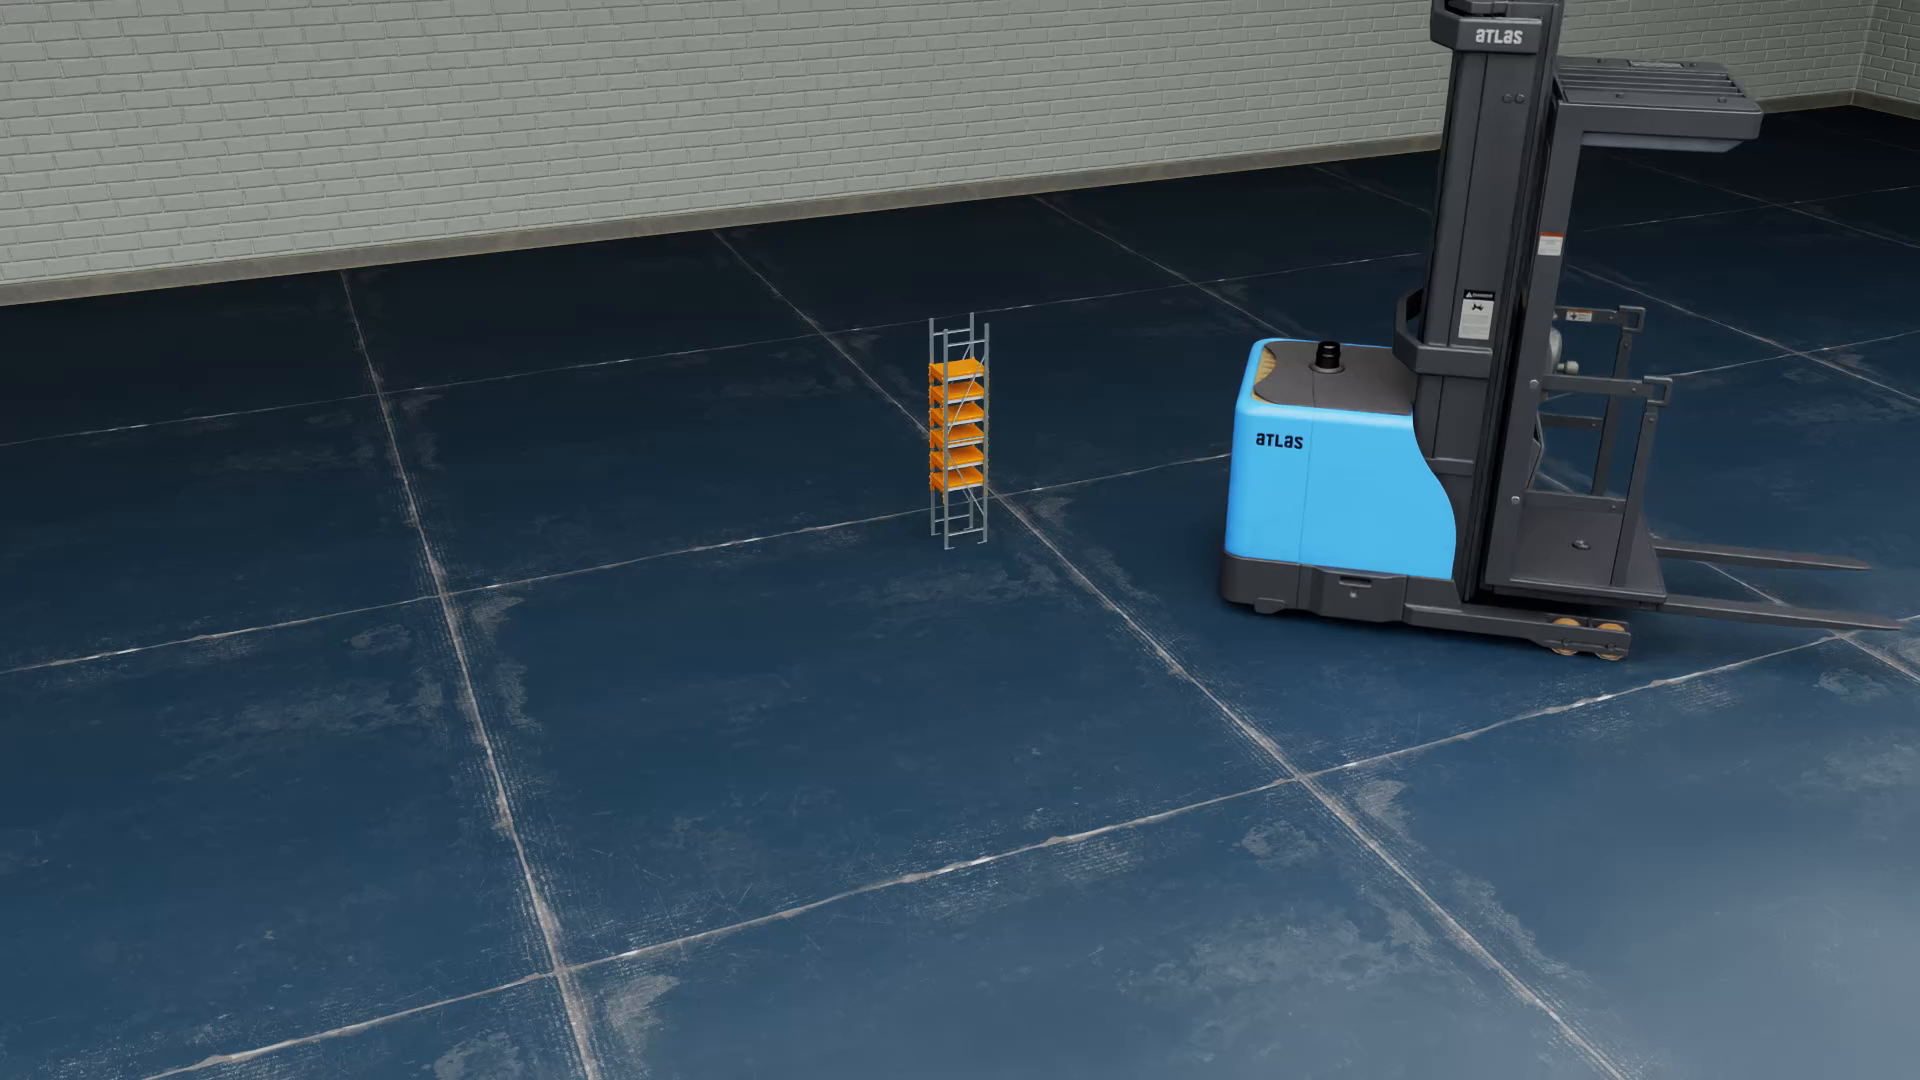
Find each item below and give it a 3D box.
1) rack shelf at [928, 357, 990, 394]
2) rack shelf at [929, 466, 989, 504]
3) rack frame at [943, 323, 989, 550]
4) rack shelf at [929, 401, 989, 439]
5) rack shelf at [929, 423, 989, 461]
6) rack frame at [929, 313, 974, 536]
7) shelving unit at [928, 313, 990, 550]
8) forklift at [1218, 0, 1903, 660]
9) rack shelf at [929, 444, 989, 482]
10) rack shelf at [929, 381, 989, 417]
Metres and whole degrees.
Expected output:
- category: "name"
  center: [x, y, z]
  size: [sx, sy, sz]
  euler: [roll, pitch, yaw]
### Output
- category: "rack shelf"
  center: [-0.006, -0.829, 8.360]
  size: [0.258, 0.103, 0.180]
  euler: [-11, 28, -21]
- category: "rack shelf"
  center: [-0.006, -0.289, 8.624]
  size: [0.258, 0.103, 0.180]
  euler: [-11, 28, -21]
- category: "rack frame"
  center: [0.030, -0.508, 8.423]
  size: [0.240, 1.200, 0.006]
  euler: [-11, 28, -21]
- category: "rack shelf"
  center: [-0.006, -0.613, 8.466]
  size: [0.258, 0.103, 0.180]
  euler: [-11, 28, -21]
- category: "rack shelf"
  center: [-0.006, -0.505, 8.518]
  size: [0.258, 0.103, 0.180]
  euler: [-11, 28, -21]
- category: "rack frame"
  center: [-0.042, -0.582, 8.574]
  size: [0.240, 1.200, 0.006]
  euler: [-11, 28, -21]
- category: "shelving unit"
  center: [-0.006, -0.545, 8.499]
  size: [0.258, 1.200, 0.189]
  euler: [-11, 28, -21]
- category: "forklift"
  center: [2.828, -1.024, 7.508]
  size: [3.031, 2.935, 1.130]
  euler: [6, 27, 13]
- category: "rack shelf"
  center: [-0.006, -0.397, 8.571]
  size: [0.258, 0.103, 0.180]
  euler: [-11, 28, -21]
- category: "rack shelf"
  center: [-0.006, -0.721, 8.413]
  size: [0.258, 0.103, 0.180]
  euler: [-11, 28, -21]
